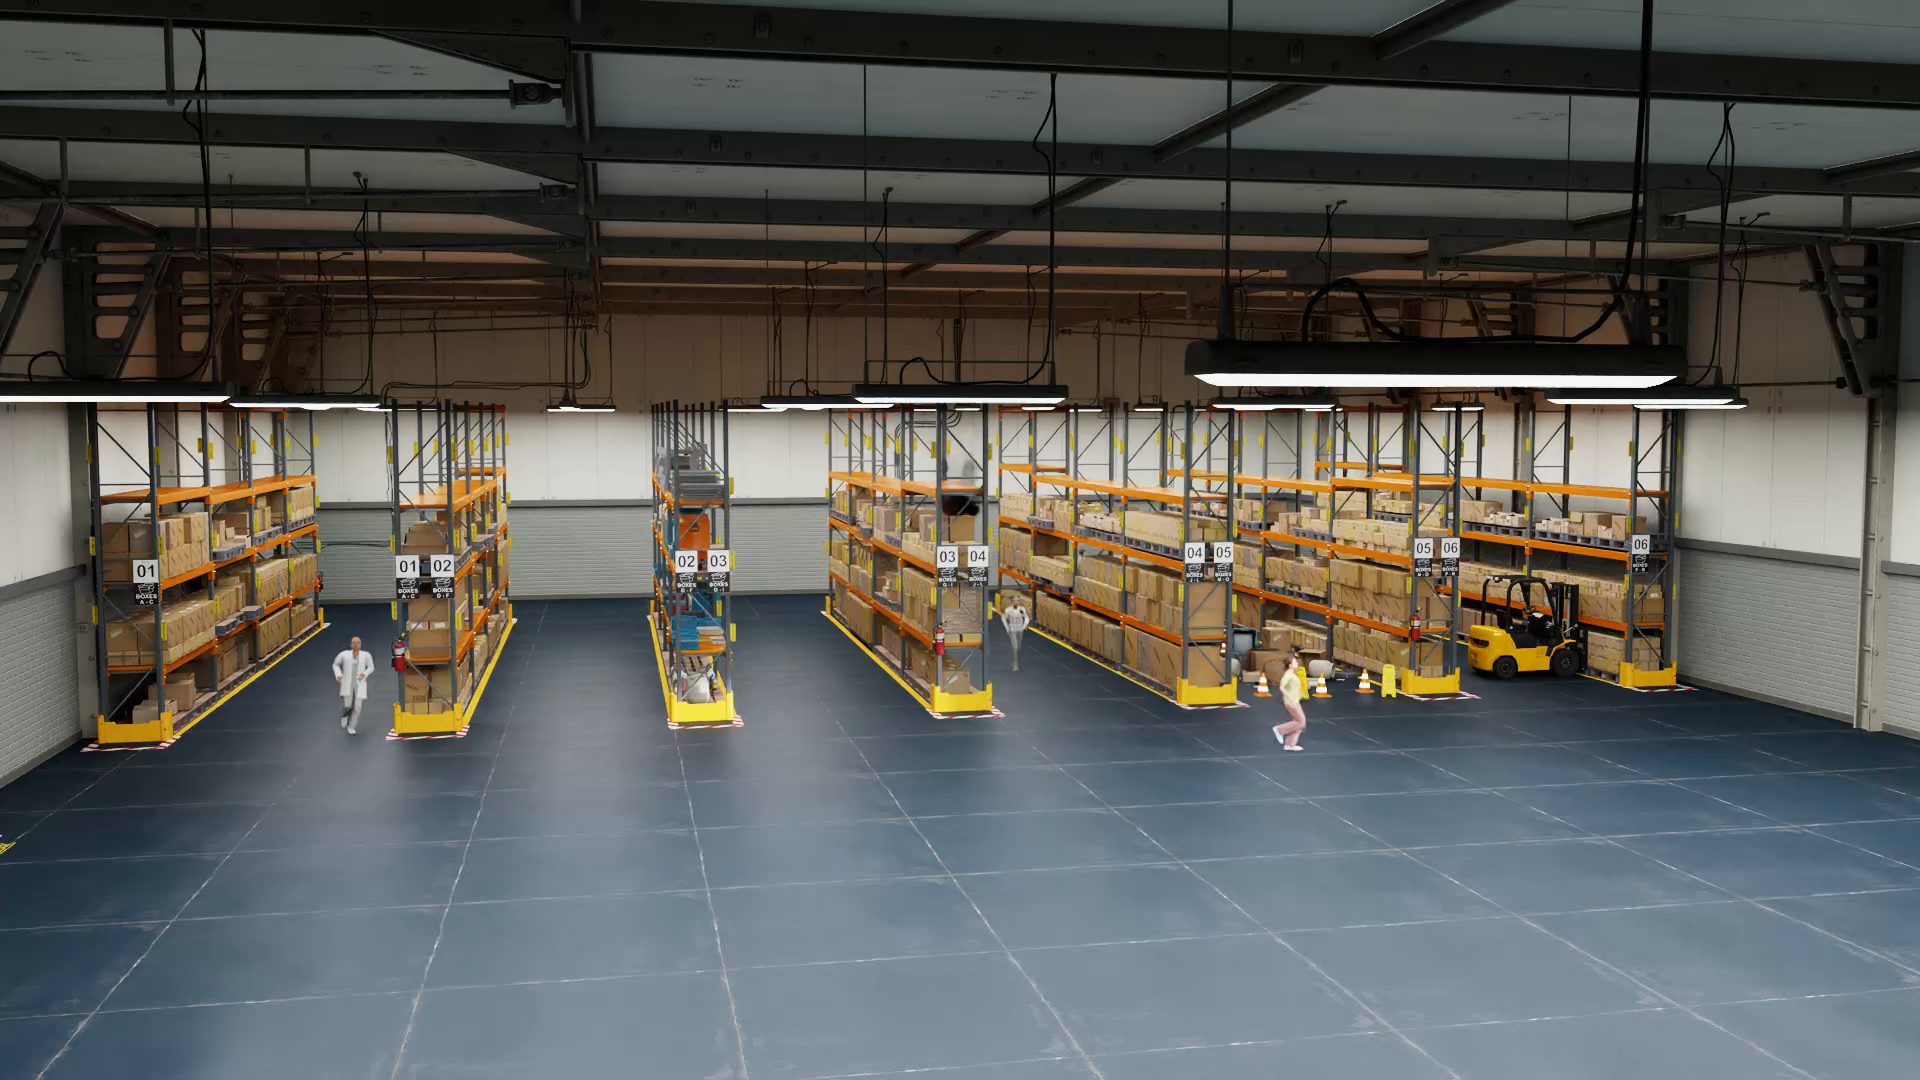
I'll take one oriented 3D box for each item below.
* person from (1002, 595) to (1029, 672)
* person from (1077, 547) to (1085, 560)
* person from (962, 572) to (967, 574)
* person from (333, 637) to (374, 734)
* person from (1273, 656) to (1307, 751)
[{"bbox_3d":[1.201,2.066,37.392,0.523,1.715,0.793,-1,4,-13],"label":"person"},{"bbox_3d":[3.633,1.055,50.460,0.940,1.682,0.611,-1,4,-14],"label":"person"},{"bbox_3d":[-0.126,1.183,48.993,0.816,1.747,0.743,3,5,32],"label":"person"},{"bbox_3d":[-10.890,2.603,29.916,0.692,1.694,0.605,-2,5,-26],"label":"person"},{"bbox_3d":[5.629,2.779,28.337,0.558,1.620,0.580,1,5,17],"label":"person"}]
